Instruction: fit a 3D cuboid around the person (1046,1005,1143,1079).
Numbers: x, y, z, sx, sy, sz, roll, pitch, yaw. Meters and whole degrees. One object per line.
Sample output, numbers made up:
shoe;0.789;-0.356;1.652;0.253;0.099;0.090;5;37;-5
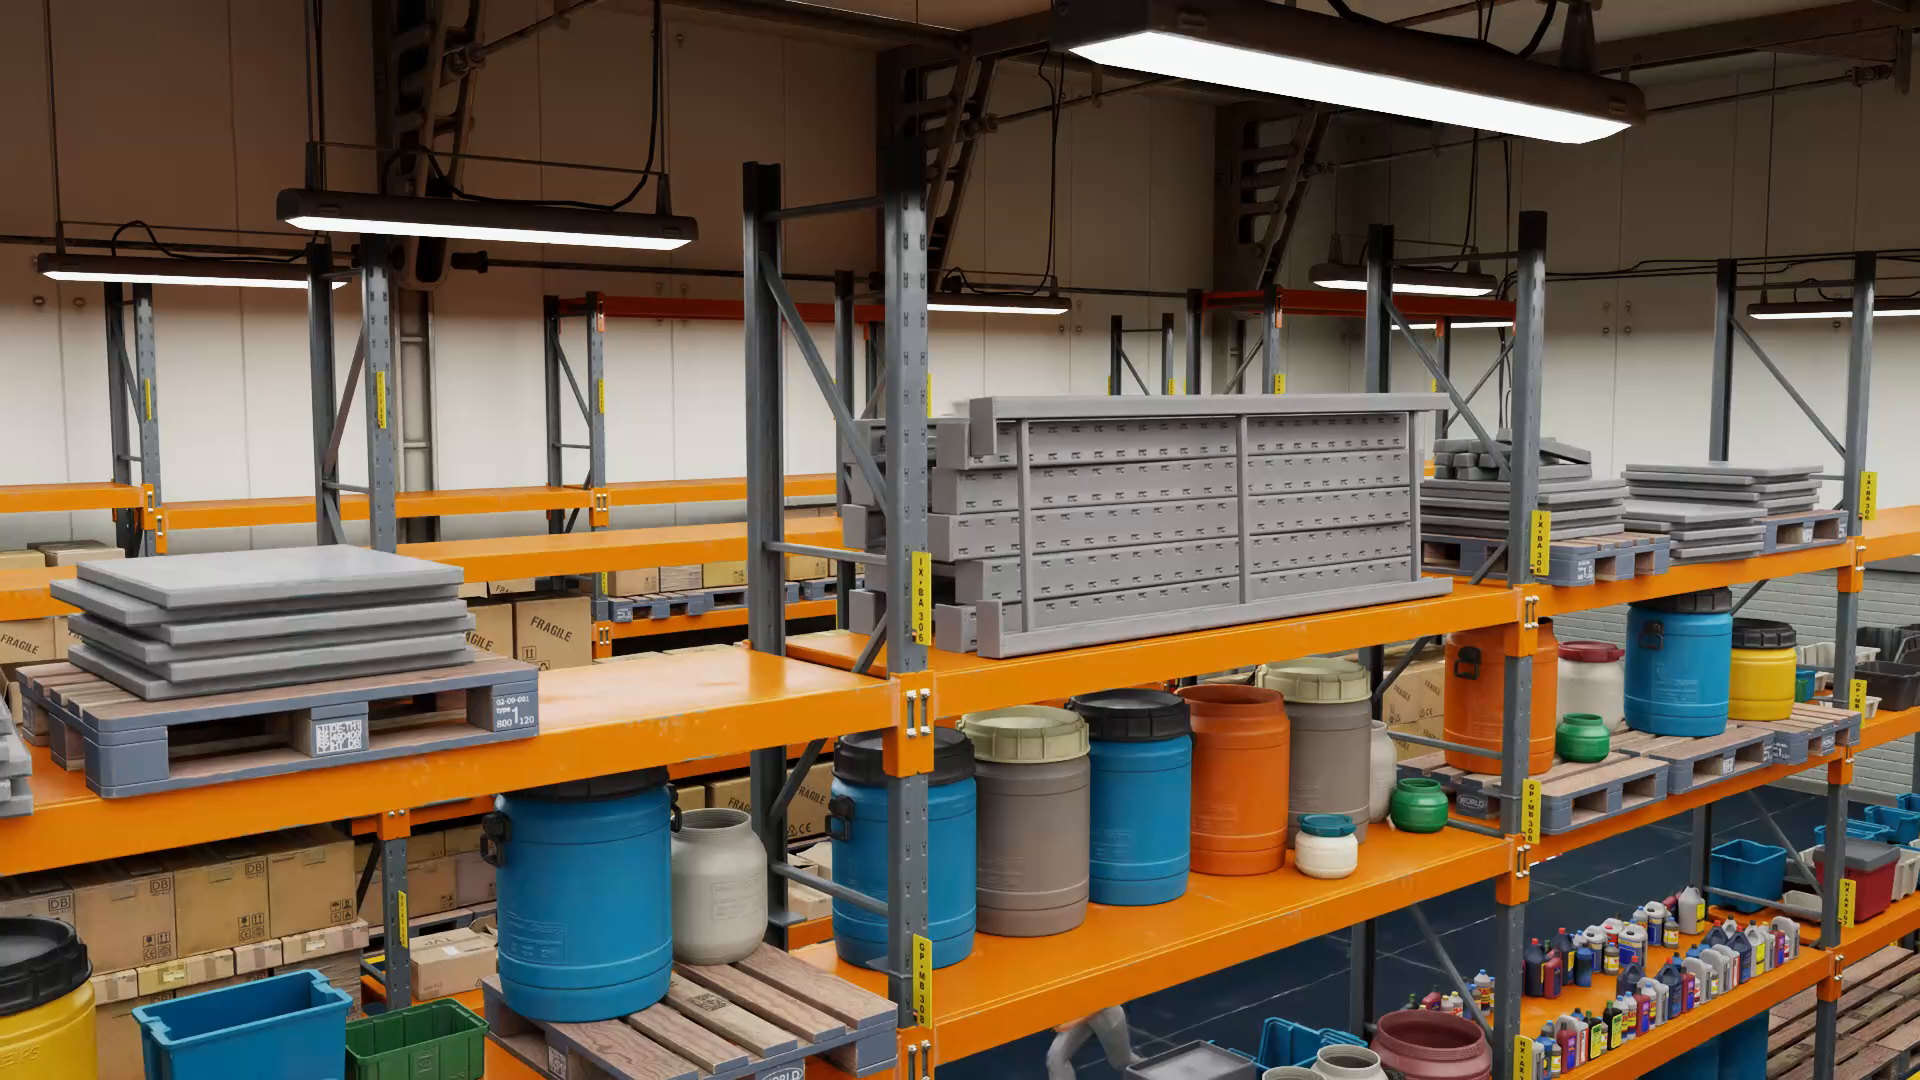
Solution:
person;1.014;3.293;11.423;1.041;1.511;0.571;-3;6;-27
